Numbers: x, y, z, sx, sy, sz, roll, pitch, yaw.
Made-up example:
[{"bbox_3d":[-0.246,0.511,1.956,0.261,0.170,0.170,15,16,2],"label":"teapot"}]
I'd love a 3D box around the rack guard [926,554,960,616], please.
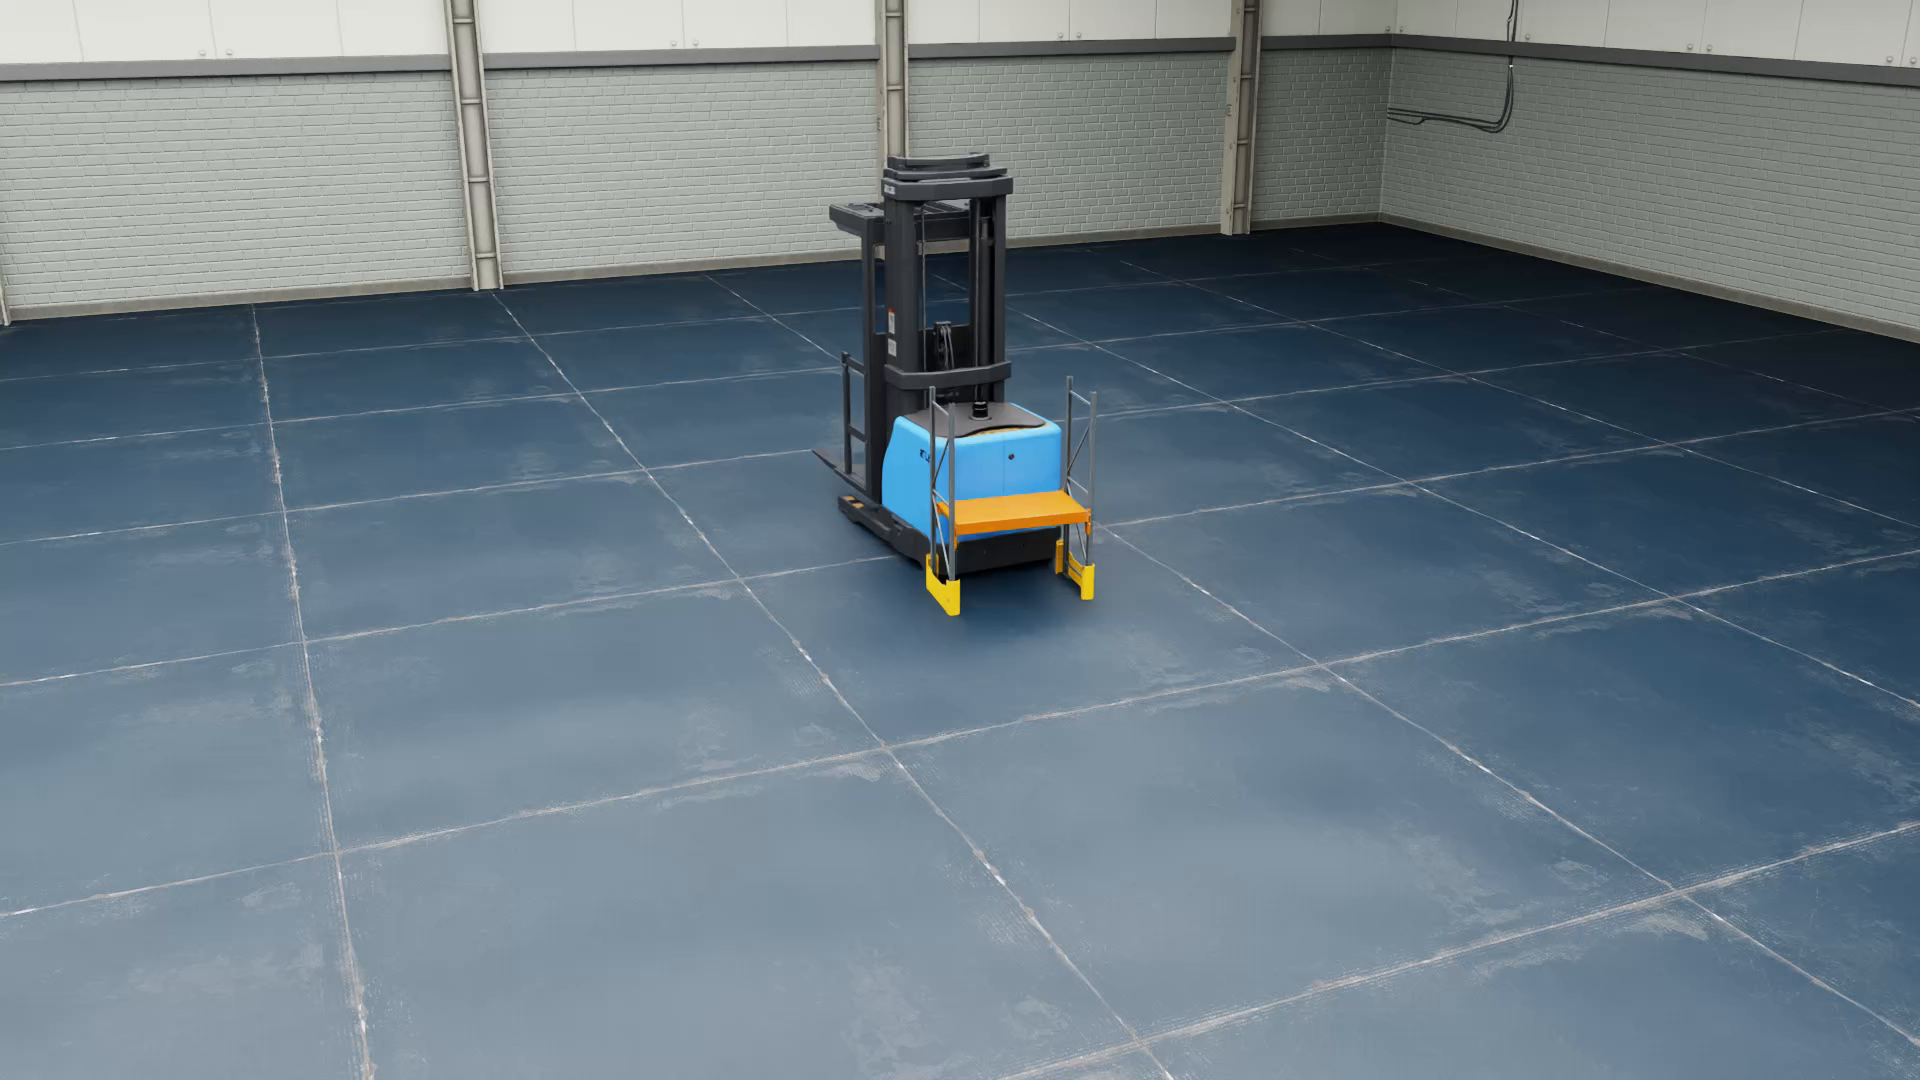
[{"bbox_3d":[-0.122,0.312,11.761,0.087,0.250,0.587,-6,20,-16],"label":"rack guard"}]

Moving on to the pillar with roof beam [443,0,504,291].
[{"bbox_3d":[-4.794,-6.402,17.655,0.400,9.000,9.100,-8,21,-22],"label":"pillar with roof beam"}]

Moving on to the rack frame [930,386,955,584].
[{"bbox_3d":[-0.123,-0.278,11.553,0.032,1.500,0.500,-6,20,-16],"label":"rack frame"}]

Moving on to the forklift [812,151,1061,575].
[{"bbox_3d":[-0.342,-1.574,13.078,1.130,2.935,3.031,-9,21,-24],"label":"forklift"}]

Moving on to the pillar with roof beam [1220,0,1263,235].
[{"bbox_3d":[6.224,-7.981,22.138,0.400,9.000,9.100,-8,21,-22],"label":"pillar with roof beam"}]

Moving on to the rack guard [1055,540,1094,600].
[{"bbox_3d":[0.829,0.213,12.042,0.087,0.250,0.587,-6,20,-16],"label":"rack guard"}]

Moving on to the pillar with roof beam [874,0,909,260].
[{"bbox_3d":[0.715,-7.191,19.897,0.400,9.000,9.100,-8,21,-22],"label":"pillar with roof beam"}]

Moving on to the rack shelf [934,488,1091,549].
[{"bbox_3d":[0.362,-0.159,11.756,1.000,0.185,0.538,-6,20,-16],"label":"rack shelf"}]

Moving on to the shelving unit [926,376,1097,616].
[{"bbox_3d":[0.353,-0.327,11.694,1.083,1.500,0.587,-6,20,-16],"label":"shelving unit"}]

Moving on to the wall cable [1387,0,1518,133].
[{"bbox_3d":[7.748,-7.813,26.338,0.112,2.526,3.097,-8,21,-22],"label":"wall cable"}]

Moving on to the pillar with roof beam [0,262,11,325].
[{"bbox_3d":[-10.303,-5.613,15.413,0.400,9.000,9.100,-8,21,-22],"label":"pillar with roof beam"}]

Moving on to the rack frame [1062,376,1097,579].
[{"bbox_3d":[0.847,-0.379,11.840,0.032,1.500,0.500,-6,20,-16],"label":"rack frame"}]
